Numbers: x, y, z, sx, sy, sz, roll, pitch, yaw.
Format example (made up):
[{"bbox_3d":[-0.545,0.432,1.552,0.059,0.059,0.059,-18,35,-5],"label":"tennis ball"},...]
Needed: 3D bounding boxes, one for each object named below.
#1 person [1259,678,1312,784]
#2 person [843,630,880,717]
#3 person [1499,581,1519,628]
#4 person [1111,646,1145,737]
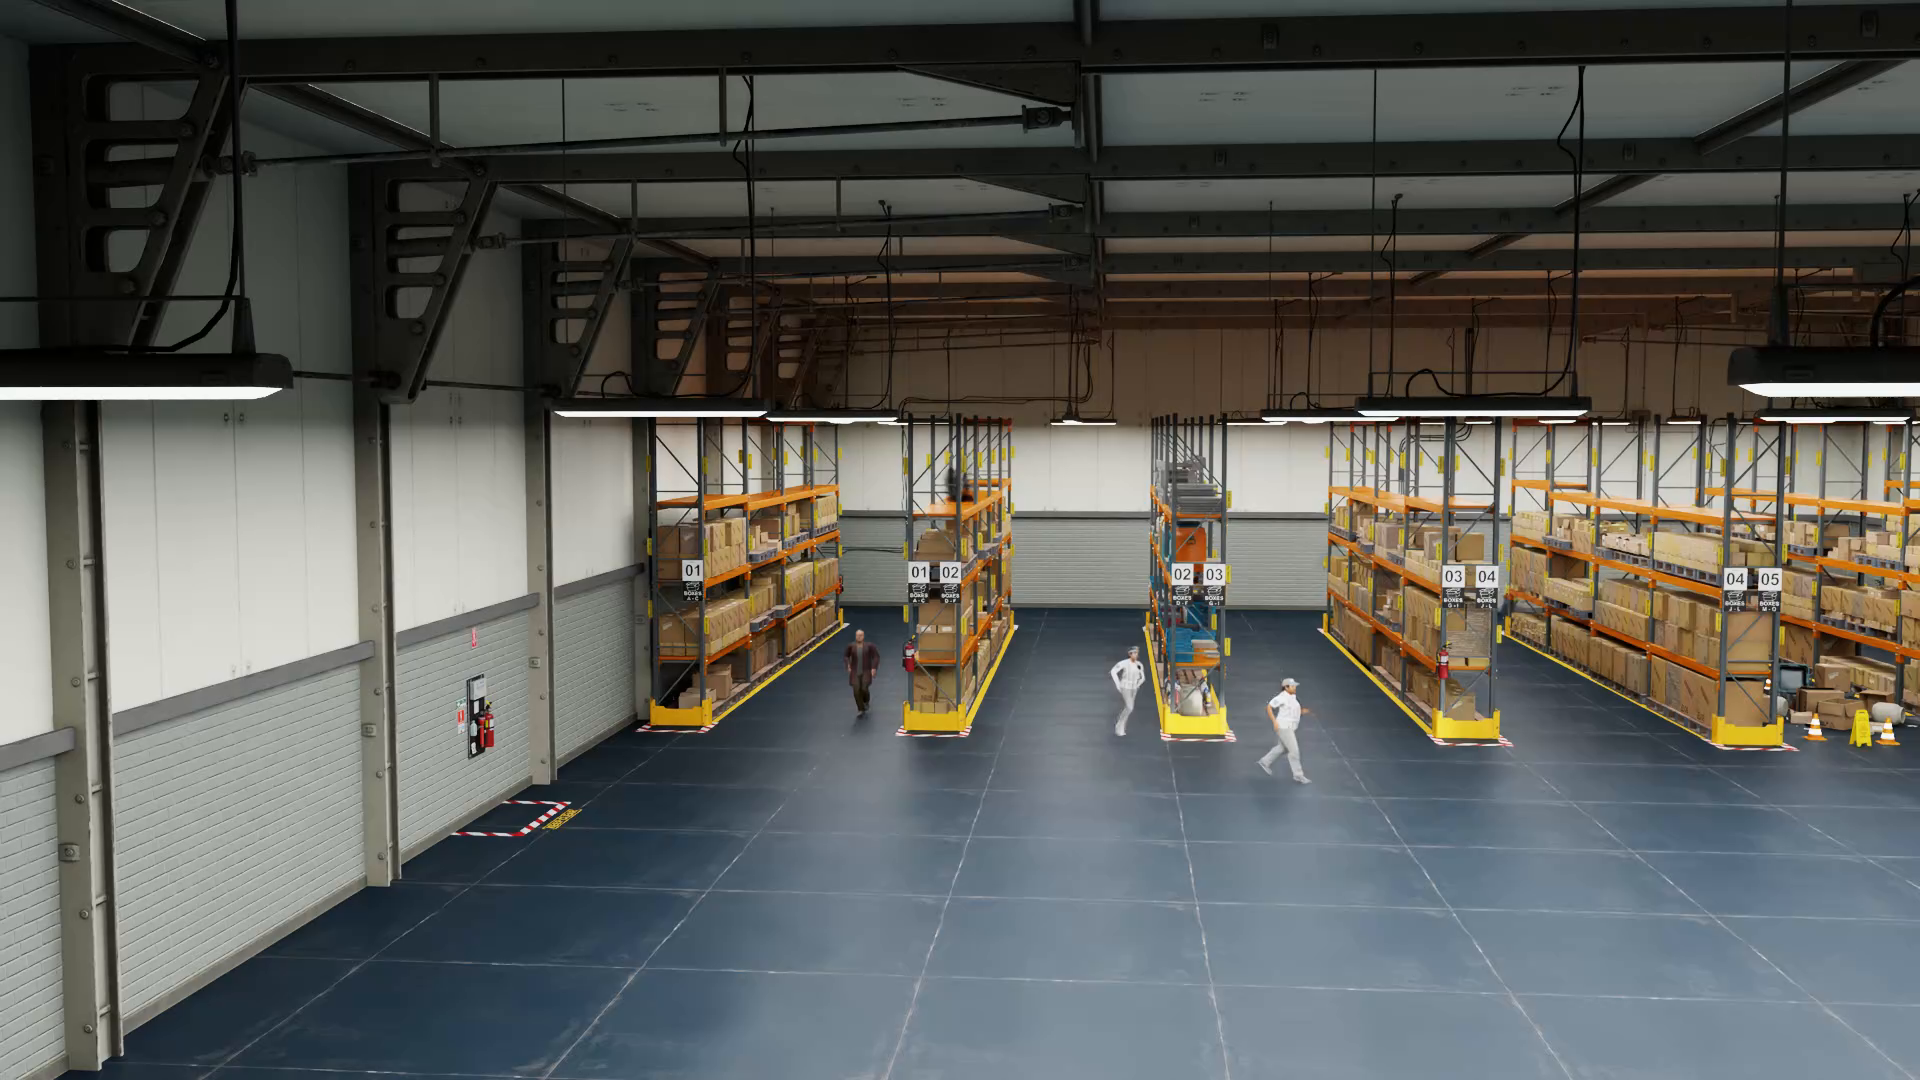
[{"bbox_3d":[5.263,3.057,26.908,0.928,1.668,0.599,2,4,31],"label":"person"},{"bbox_3d":[-1.973,2.744,33.009,0.718,1.530,0.619,0,4,6],"label":"person"},{"bbox_3d":[15.641,1.677,47.238,0.570,1.711,0.698,-1,4,-13],"label":"person"},{"bbox_3d":[3.169,2.812,31.002,0.611,1.681,0.598,-2,4,-29],"label":"person"}]
